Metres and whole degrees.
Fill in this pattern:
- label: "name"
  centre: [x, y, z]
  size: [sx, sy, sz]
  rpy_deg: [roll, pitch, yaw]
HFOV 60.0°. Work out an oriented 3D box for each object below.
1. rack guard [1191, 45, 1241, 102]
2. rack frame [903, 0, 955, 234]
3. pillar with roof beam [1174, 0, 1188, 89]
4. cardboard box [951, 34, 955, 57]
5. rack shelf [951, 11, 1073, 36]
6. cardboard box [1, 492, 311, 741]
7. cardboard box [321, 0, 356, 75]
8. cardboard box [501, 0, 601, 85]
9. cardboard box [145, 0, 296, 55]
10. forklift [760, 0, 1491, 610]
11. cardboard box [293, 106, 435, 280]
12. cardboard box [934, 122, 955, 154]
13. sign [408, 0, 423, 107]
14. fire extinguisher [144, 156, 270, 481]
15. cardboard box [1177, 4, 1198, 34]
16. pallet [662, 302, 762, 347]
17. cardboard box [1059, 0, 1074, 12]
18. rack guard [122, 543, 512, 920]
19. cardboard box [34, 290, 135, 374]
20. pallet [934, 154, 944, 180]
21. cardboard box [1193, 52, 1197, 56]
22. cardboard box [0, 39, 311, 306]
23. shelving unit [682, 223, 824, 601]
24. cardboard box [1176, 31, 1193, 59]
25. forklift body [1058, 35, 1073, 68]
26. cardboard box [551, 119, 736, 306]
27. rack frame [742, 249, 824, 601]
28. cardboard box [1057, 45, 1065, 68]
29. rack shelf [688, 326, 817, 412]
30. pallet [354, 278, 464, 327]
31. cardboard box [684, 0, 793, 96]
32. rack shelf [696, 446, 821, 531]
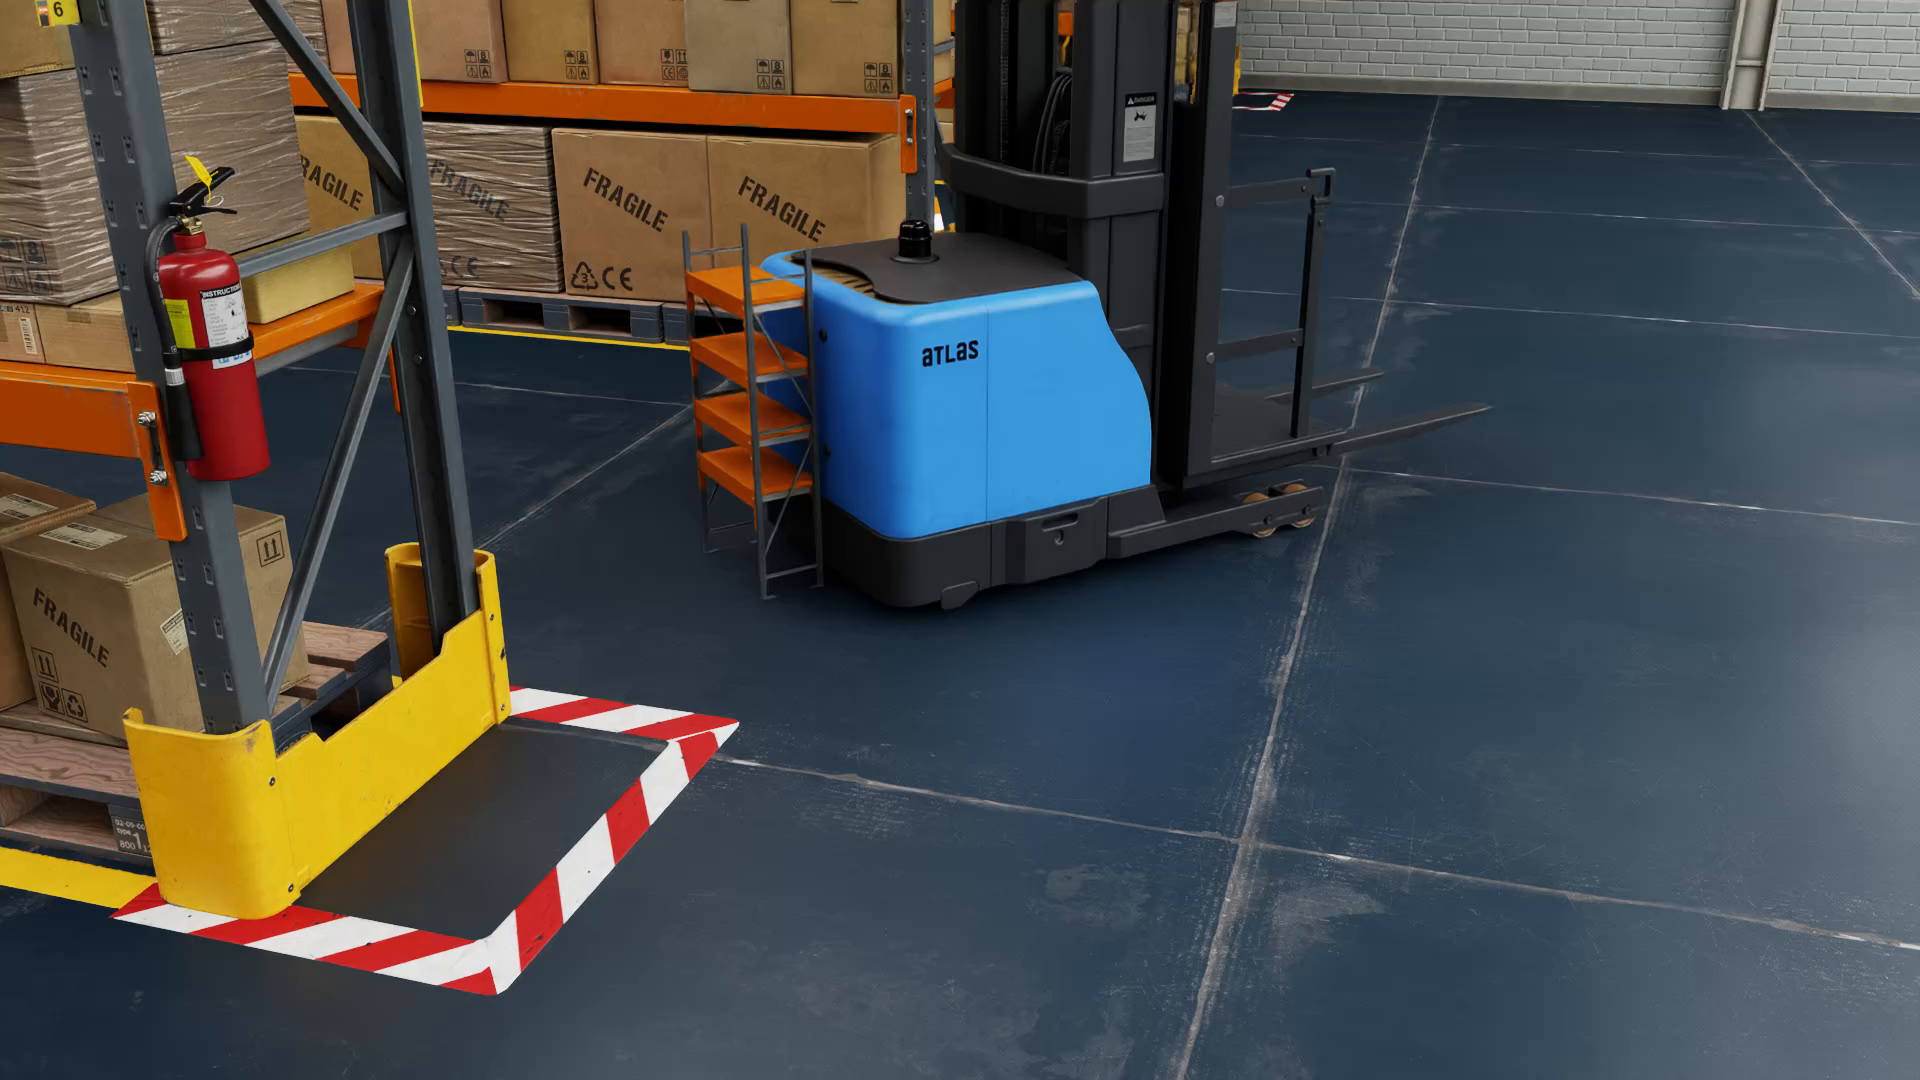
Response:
- label: "rack guard"
  centre: [2.721, -4.929, 17.629]
  size: [0.348, 0.500, 1.175]
  rpy_deg: [7, 23, 16]
- label: "rack frame"
  centre: [-0.066, -2.475, 8.352]
  size: [0.127, 3.000, 1.000]
  rpy_deg: [7, 23, 16]
- label: "pillar with roof beam"
  centre: [1.048, -7.704, 13.193]
  size: [0.400, 9.000, 9.100]
  rpy_deg: [7, 23, 16]
- label: "cardboard box"
  centre: [0.054, -3.863, 12.962]
  size: [0.250, 0.149, 0.380]
  rpy_deg: [7, 23, 17]
- label: "rack shelf"
  centre: [-0.647, -4.171, 13.434]
  size: [4.000, 0.370, 1.077]
  rpy_deg: [7, 23, 16]
- label: "cardboard box"
  centre: [-2.188, 0.204, 4.562]
  size: [0.500, 0.500, 0.500]
  rpy_deg: [11, 25, 25]
- label: "cardboard box"
  centre: [-3.005, -2.895, 9.177]
  size: [0.550, 0.550, 0.875]
  rpy_deg: [7, 23, 16]
- label: "cardboard box"
  centre: [-1.986, -2.771, 8.876]
  size: [0.500, 0.550, 0.875]
  rpy_deg: [7, 23, 16]
- label: "cardboard box"
  centre: [-2.043, -1.490, 4.108]
  size: [0.500, 0.500, 0.500]
  rpy_deg: [7, 23, 16]
- label: "forklift"
  centre: [0.795, -1.521, 6.116]
  size: [3.031, 2.935, 1.130]
  rpy_deg: [-13, 26, -29]
- label: "cardboard box"
  centre: [-3.313, -2.031, 9.514]
  size: [0.875, 0.875, 0.875]
  rpy_deg: [7, 23, 16]
- label: "cardboard box"
  centre: [-0.078, -3.257, 13.328]
  size: [0.500, 0.250, 0.500]
  rpy_deg: [7, 23, 16]
- label: "sign"
  centre: [-1.439, -1.282, 4.302]
  size: [0.005, 0.325, 0.100]
  rpy_deg: [7, 23, 16]
- label: "fire extinguisher"
  centre: [-1.619, -0.468, 3.561]
  size: [0.183, 0.674, 0.296]
  rpy_deg: [7, 23, 16]
- label: "cardboard box"
  centre: [2.167, -5.410, 17.260]
  size: [0.500, 0.250, 0.500]
  rpy_deg: [7, 23, 17]
- label: "pallet"
  centre: [-0.854, -1.244, 9.025]
  size: [1.213, 0.211, 1.003]
  rpy_deg: [7, 23, 15]
- label: "cardboard box"
  centre: [0.848, -4.132, 12.721]
  size: [0.250, 0.149, 0.380]
  rpy_deg: [7, 23, 17]
- label: "rack guard"
  centre: [-1.668, 0.464, 4.480]
  size: [0.348, 0.500, 1.175]
  rpy_deg: [7, 23, 16]
- label: "cardboard box"
  centre: [-1.928, -0.524, 3.926]
  size: [0.250, 0.149, 0.380]
  rpy_deg: [7, 23, 16]
- label: "pallet"
  centre: [0.427, -3.105, 13.561]
  size: [1.213, 0.211, 1.003]
  rpy_deg: [7, 23, 16]
- label: "cardboard box"
  centre: [2.284, -5.136, 17.907]
  size: [0.500, 0.250, 0.500]
  rpy_deg: [7, 23, 16]
- label: "cardboard box"
  centre: [-2.114, -0.938, 4.081]
  size: [0.500, 0.500, 0.875]
  rpy_deg: [7, 23, 16]
- label: "shelving unit"
  centre: [-0.717, -0.448, 5.780]
  size: [0.258, 1.200, 0.503]
  rpy_deg: [-13, 26, -29]
- label: "cardboard box"
  centre: [2.141, -5.182, 17.361]
  size: [0.500, 0.250, 0.500]
  rpy_deg: [6, 23, 15]
- label: "forklift body"
  centre: [0.355, -5.241, 16.213]
  size: [1.214, 2.155, 2.313]
  rpy_deg: [7, 23, 16]
- label: "cardboard box"
  centre: [-1.577, -1.832, 9.031]
  size: [0.875, 0.875, 0.875]
  rpy_deg: [6, 23, 15]
- label: "rack frame"
  centre: [-0.589, -0.369, 5.588]
  size: [0.240, 1.200, 0.015]
  rpy_deg: [-13, 26, -29]
- label: "cardboard box"
  centre: [0.552, -3.745, 13.529]
  size: [0.500, 0.500, 0.500]
  rpy_deg: [6, 23, 14]
- label: "rack shelf"
  centre: [-0.717, -0.593, 5.720]
  size: [0.258, 0.148, 0.480]
  rpy_deg: [-13, 26, -29]
- label: "pallet"
  centre: [-3.190, -1.512, 9.677]
  size: [1.213, 0.211, 1.003]
  rpy_deg: [7, 23, 15]
- label: "cardboard box"
  centre: [-0.967, -2.621, 8.510]
  size: [0.550, 0.550, 0.875]
  rpy_deg: [7, 23, 16]
- label: "rack shelf"
  centre: [-0.716, -0.202, 5.881]
  size: [0.258, 0.148, 0.480]
  rpy_deg: [-13, 26, -29]
